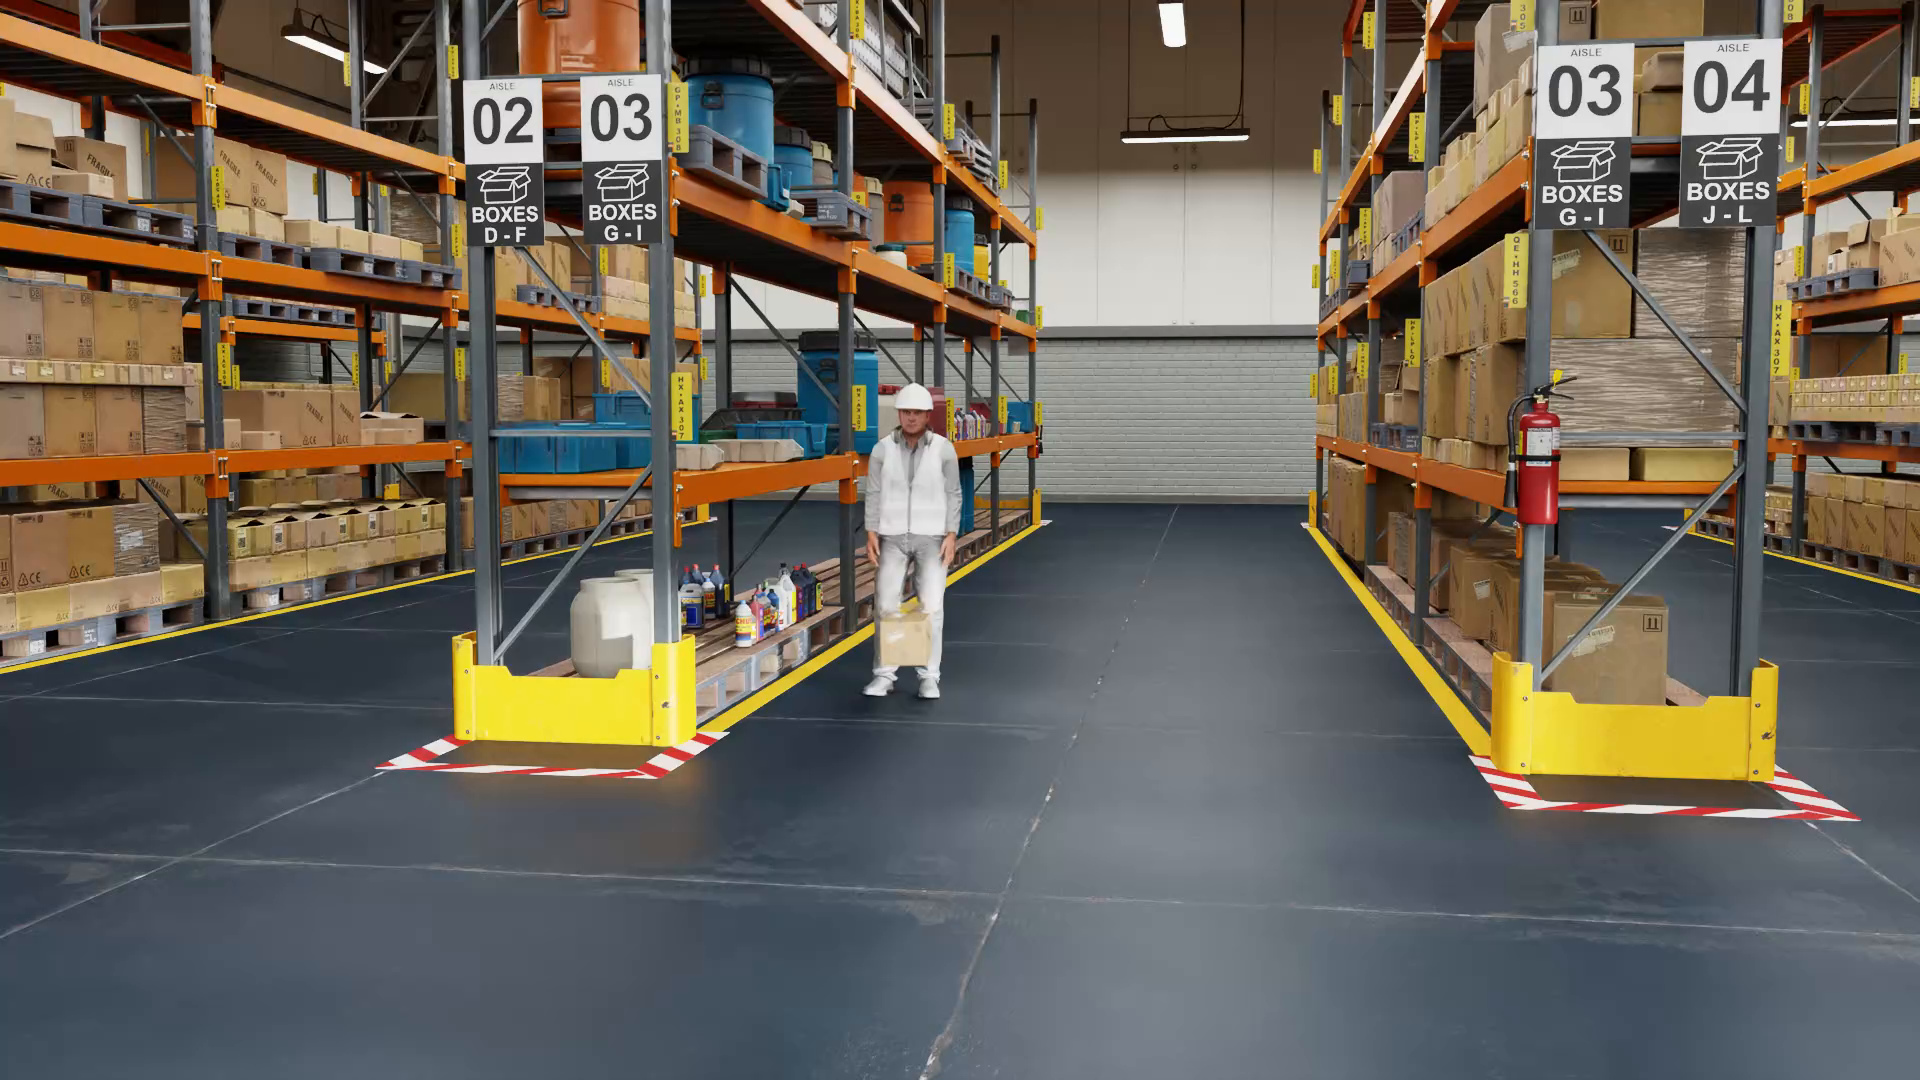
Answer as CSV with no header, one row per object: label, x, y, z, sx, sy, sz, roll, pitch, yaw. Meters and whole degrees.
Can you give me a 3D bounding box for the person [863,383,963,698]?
person,-0.270,-0.002,9.475,0.565,1.774,0.473,1,4,7
